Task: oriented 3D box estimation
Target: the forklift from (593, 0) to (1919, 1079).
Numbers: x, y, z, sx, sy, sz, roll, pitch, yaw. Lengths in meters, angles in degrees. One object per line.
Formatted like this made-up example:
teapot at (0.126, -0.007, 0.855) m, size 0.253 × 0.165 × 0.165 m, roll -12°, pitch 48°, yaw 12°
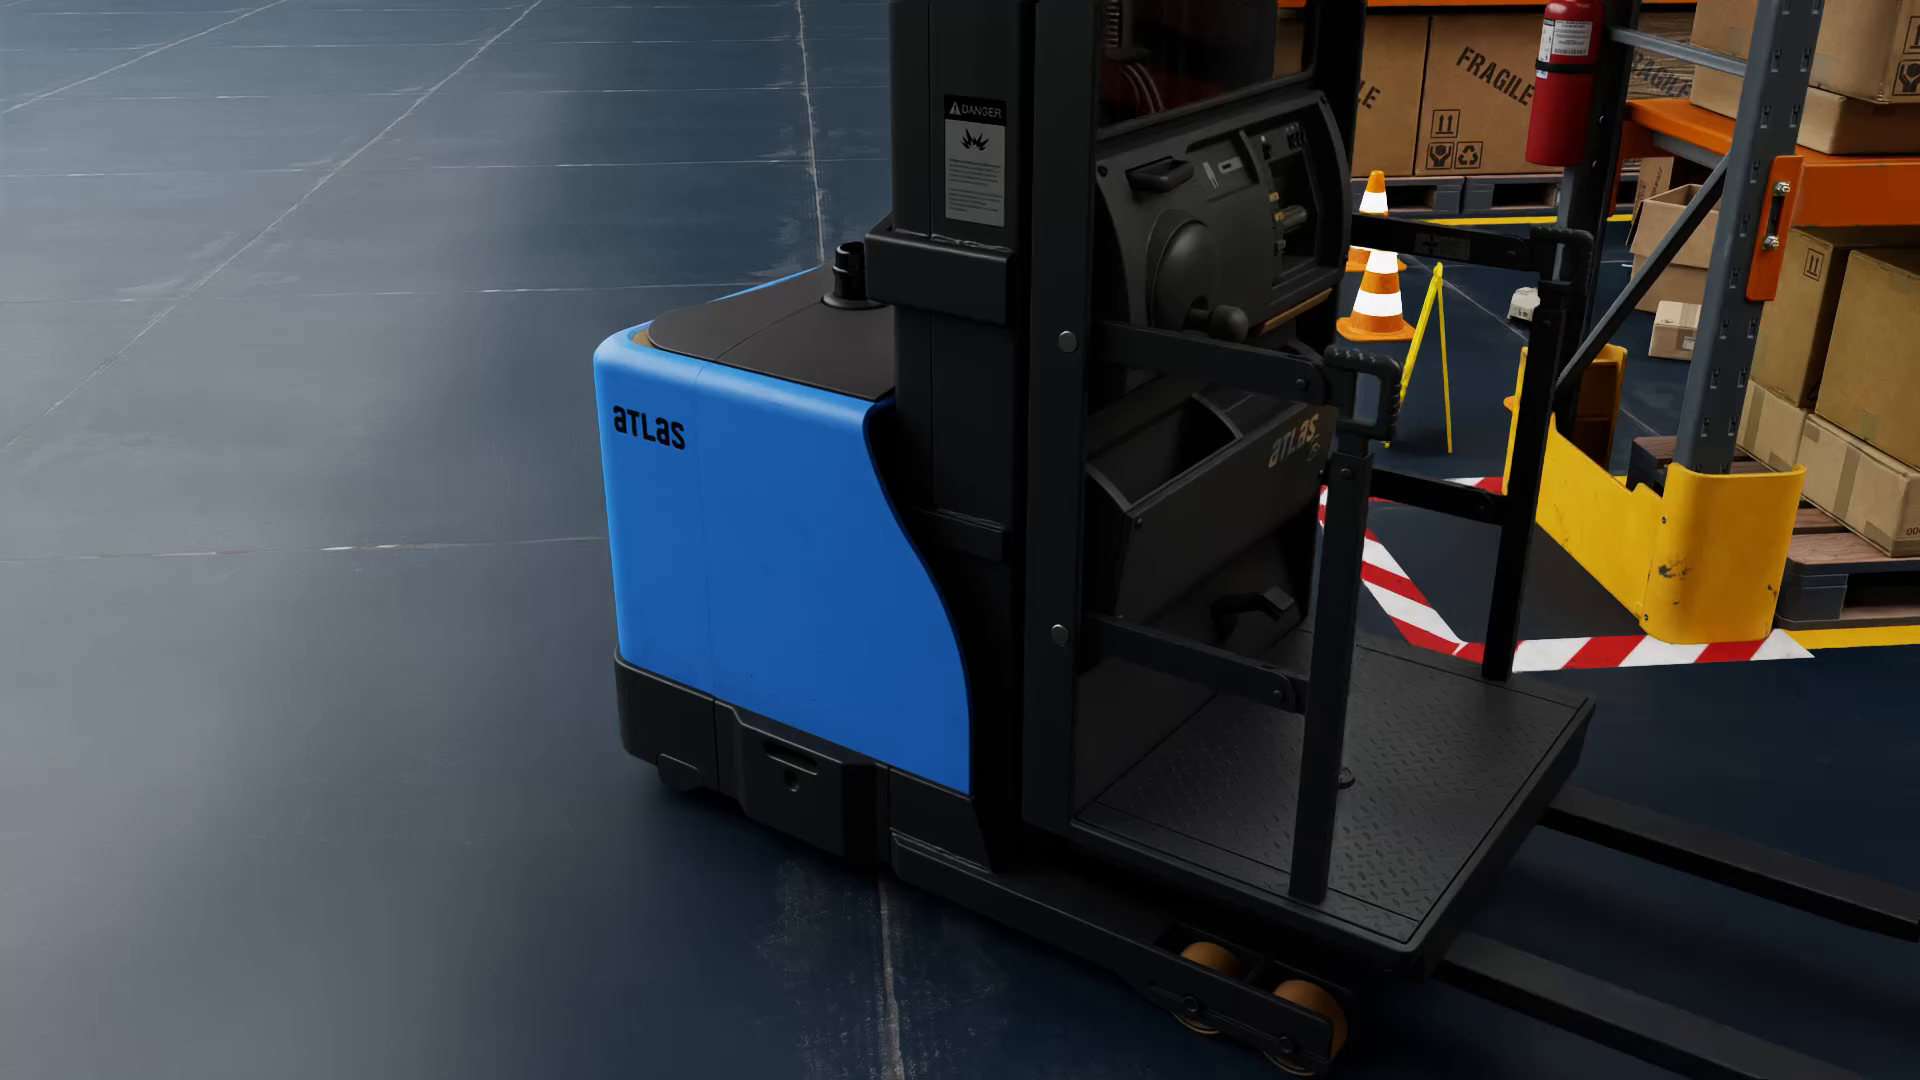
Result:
forklift at (0.684, -0.606, 3.004) m, size 3.031 × 2.935 × 1.130 m, roll 16°, pitch 29°, yaw 32°

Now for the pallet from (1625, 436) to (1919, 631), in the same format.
pallet at (2.861, -0.066, 5.138) m, size 1.213 × 0.211 × 1.003 m, roll -2°, pitch 24°, yaw -5°

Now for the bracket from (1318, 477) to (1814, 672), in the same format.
bracket at (1.726, 0.065, 5.103) m, size 1.079 × 0.001 × 1.378 m, roll -2°, pitch 24°, yaw -5°

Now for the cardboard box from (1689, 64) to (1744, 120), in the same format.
cardboard box at (2.325, -1.305, 4.803) m, size 0.250 × 0.149 × 0.380 m, roll -1°, pitch 24°, yaw -3°

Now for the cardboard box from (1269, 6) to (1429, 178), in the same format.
cardboard box at (2.872, -3.567, 9.067) m, size 2.515 × 2.999 × 0.987 m, roll -2°, pitch 24°, yaw -4°

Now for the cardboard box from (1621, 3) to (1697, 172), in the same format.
cardboard box at (3.838, -2.662, 9.644) m, size 0.875 × 0.875 × 0.875 m, roll -2°, pitch 24°, yaw -5°

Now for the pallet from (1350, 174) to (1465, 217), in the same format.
pallet at (2.175, -2.105, 9.726) m, size 1.213 × 0.211 × 1.003 m, roll -2°, pitch 24°, yaw -5°

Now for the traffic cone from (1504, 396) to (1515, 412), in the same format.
traffic cone at (2.275, -0.698, 6.251) m, size 0.334 × 0.463 × 0.336 m, roll -2°, pitch 24°, yaw -5°

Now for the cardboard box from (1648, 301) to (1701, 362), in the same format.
cardboard box at (3.079, -0.885, 7.057) m, size 0.250 × 0.149 × 0.380 m, roll 10°, pitch 26°, yaw 22°

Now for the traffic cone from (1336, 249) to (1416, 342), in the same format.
traffic cone at (1.827, -1.133, 7.230) m, size 0.334 × 0.463 × 0.336 m, roll -2°, pitch 24°, yaw -5°

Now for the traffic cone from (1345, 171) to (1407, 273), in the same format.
traffic cone at (2.055, -1.603, 8.288) m, size 0.334 × 0.463 × 0.336 m, roll -2°, pitch 24°, yaw -5°

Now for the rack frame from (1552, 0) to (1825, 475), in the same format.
rack frame at (1.974, -1.319, 4.524) m, size 0.127 × 3.000 × 1.000 m, roll -2°, pitch 24°, yaw -5°

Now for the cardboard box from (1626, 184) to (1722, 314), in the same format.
cardboard box at (3.473, -1.271, 7.491) m, size 0.797 × 0.503 × 0.637 m, roll 22°, pitch 32°, yaw 40°

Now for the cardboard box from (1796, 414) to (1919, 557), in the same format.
cardboard box at (2.804, -0.175, 4.818) m, size 0.500 × 0.250 × 0.500 m, roll -2°, pitch 24°, yaw -6°

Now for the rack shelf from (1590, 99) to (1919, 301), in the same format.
rack shelf at (3.964, -1.070, 4.850) m, size 4.000 × 0.370 × 1.077 m, roll -2°, pitch 24°, yaw -5°

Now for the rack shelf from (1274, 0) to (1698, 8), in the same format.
rack shelf at (3.377, -3.067, 9.342) m, size 4.000 × 0.370 × 1.077 m, roll -2°, pitch 24°, yaw -5°

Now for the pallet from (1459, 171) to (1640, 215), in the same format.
pallet at (3.386, -2.152, 9.832) m, size 1.213 × 0.211 × 1.003 m, roll -2°, pitch 24°, yaw -5°

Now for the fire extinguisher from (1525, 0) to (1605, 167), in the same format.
fire extinguisher at (1.814, -1.465, 4.948) m, size 0.183 × 0.674 × 0.296 m, roll -2°, pitch 24°, yaw -5°

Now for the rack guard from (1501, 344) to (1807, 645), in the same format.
rack guard at (2.049, -0.180, 5.038) m, size 0.348 × 0.500 × 1.175 m, roll -2°, pitch 24°, yaw -5°

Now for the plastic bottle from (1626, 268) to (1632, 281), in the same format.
plastic bottle at (3.395, -1.294, 8.085) m, size 0.283 × 0.061 × 0.133 m, roll -11°, pitch 26°, yaw -23°

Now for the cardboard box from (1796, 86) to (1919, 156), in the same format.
cardboard box at (2.332, -1.134, 4.417) m, size 0.250 × 0.149 × 0.380 m, roll -2°, pitch 24°, yaw -5°

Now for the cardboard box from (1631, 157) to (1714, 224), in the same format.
cardboard box at (3.923, -1.857, 8.810) m, size 0.500 × 0.500 × 0.500 m, roll 2°, pitch 24°, yaw 4°

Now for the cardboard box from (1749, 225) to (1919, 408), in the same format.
cardboard box at (2.745, -0.734, 5.154) m, size 0.500 × 0.500 × 0.500 m, roll -2°, pitch 24°, yaw -5°

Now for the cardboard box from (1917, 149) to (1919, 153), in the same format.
cardboard box at (2.582, -1.150, 4.453) m, size 0.250 × 0.149 × 0.380 m, roll -2°, pitch 24°, yaw -4°

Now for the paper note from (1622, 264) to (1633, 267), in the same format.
paper note at (3.378, -1.368, 8.316) m, size 0.123 × 0.001 × 0.032 m, roll 10°, pitch 26°, yaw 22°

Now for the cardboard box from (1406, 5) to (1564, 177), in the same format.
cardboard box at (2.930, -2.626, 9.564) m, size 0.875 × 0.875 × 0.875 m, roll -3°, pitch 24°, yaw -6°

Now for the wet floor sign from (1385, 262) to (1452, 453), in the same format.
wet floor sign at (1.679, -0.668, 5.958) m, size 0.232 × 0.644 × 0.267 m, roll 6°, pitch 25°, yaw 13°
